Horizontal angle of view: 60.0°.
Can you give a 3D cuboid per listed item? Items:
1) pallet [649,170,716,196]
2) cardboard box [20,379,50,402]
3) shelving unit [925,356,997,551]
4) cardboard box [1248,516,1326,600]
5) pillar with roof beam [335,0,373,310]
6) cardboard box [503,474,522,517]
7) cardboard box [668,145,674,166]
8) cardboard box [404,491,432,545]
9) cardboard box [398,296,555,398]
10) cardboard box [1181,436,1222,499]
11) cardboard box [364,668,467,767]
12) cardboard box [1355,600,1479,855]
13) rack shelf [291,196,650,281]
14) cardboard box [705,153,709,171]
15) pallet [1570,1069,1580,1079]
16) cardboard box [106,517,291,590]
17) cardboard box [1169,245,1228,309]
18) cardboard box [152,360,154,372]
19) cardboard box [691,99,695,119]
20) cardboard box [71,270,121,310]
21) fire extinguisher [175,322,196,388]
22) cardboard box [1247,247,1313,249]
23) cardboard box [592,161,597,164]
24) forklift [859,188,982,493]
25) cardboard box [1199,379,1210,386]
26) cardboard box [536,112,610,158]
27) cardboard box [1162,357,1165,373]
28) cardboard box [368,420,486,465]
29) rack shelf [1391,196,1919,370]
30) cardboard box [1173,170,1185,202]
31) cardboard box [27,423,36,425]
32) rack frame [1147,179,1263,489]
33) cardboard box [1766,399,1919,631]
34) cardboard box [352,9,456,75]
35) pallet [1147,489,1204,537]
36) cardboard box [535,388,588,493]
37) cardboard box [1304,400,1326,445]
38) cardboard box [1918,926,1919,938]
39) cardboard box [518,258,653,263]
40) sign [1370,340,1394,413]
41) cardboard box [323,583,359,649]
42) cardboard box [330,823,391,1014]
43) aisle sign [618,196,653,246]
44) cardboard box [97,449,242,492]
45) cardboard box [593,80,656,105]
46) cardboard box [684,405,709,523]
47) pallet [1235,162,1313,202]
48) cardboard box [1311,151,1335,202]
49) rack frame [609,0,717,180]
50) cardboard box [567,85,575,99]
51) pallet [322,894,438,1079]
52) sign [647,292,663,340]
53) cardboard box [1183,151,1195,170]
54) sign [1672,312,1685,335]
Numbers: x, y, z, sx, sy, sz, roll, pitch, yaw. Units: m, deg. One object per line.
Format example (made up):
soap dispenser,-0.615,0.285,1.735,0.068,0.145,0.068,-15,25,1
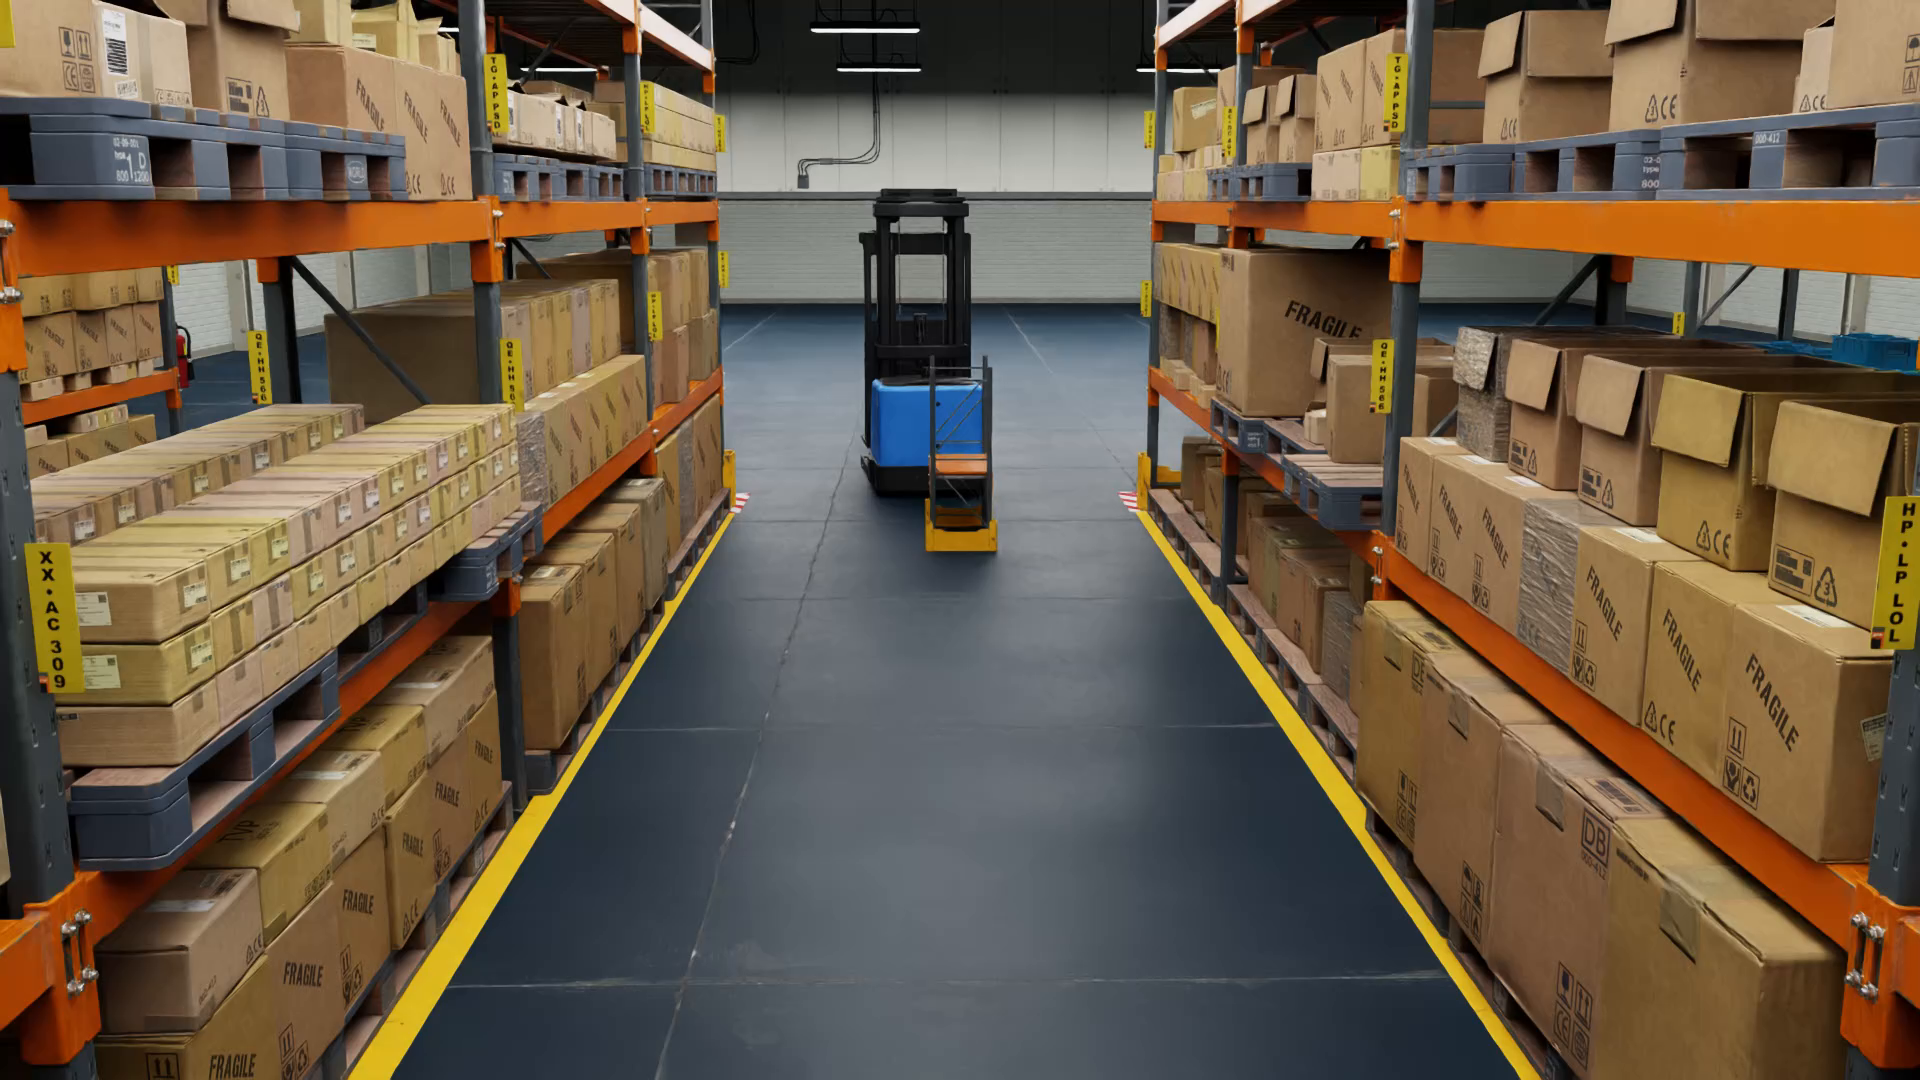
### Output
pallet,-2.682,-3.070,14.327,1.003,0.211,1.213,0,11,-1
cardboard box,-7.275,-1.151,12.818,0.380,0.149,0.250,0,11,-1
shelving unit,-0.002,-0.750,13.985,0.587,1.500,1.083,0,11,-1
cardboard box,2.327,0.135,11.028,0.700,0.500,0.500,-1,12,-6
pillar with roof beam,-9.696,-9.316,37.345,9.100,9.000,0.548,0,11,-1
cardboard box,-2.073,-0.187,7.013,0.380,0.149,0.250,0,11,0
cardboard box,-2.309,-2.822,12.206,0.380,0.149,0.250,0,11,-2
cardboard box,-2.048,-0.076,5.719,0.380,0.149,0.250,0,11,0
cardboard box,-2.567,-1.032,8.833,0.700,0.500,0.500,0,11,-2
cardboard box,2.249,-0.648,14.939,0.500,0.500,0.500,2,12,9
cardboard box,-2.245,0.686,6.477,0.500,0.250,0.500,0,11,0
cardboard box,2.412,0.772,6.998,1.225,0.875,0.875,-1,11,-4
rack shelf,-2.584,-1.716,9.237,1.077,0.370,4.000,0,11,-1
cardboard box,-2.352,-3.227,14.200,0.380,0.149,0.250,0,11,0
pallet,2.410,1.808,4.618,1.003,0.211,1.213,0,11,-1
cardboard box,-2.023,0.034,4.429,0.380,0.149,0.250,0,11,-1
cardboard box,2.007,-2.167,13.681,0.500,0.500,0.500,0,11,-1
cardboard box,-7.433,-1.554,14.806,0.380,0.149,0.250,0,11,1
cardboard box,-2.336,-3.465,13.370,0.380,0.149,0.250,0,11,-2
cardboard box,-7.310,-2.133,13.515,0.700,0.500,0.500,0,11,-2
fire extinguisher,-7.196,-1.737,15.273,0.296,0.674,0.183,0,11,-1
cardboard box,2.538,-2.070,13.202,0.500,0.500,0.500,0,11,-1
cardboard box,-2.980,-2.922,12.697,0.380,0.149,0.250,0,11,-2
forklift,-0.464,-2.146,17.263,1.130,2.935,3.031,-1,12,-7
cardboard box,2.061,-1.163,12.880,0.380,0.149,0.250,0,11,-1
cardboard box,-2.380,-2.403,9.883,0.500,0.250,0.500,0,11,-2
cardboard box,2.007,-1.561,14.840,0.380,0.149,0.250,0,11,-1
cardboard box,-2.066,-0.377,6.455,0.380,0.149,0.250,0,11,1
rack shelf,2.460,-0.921,5.319,1.077,0.370,4.000,0,11,-1
cardboard box,2.028,-2.890,13.593,0.500,0.250,0.500,0,11,-1
cardboard box,-7.898,-0.706,13.969,0.500,0.500,0.500,-1,11,-3
rack frame,2.253,-1.791,15.344,1.000,3.000,0.127,0,11,-1
cardboard box,2.480,-0.073,4.102,0.797,0.503,0.637,-1,11,-3
cardboard box,-2.275,-2.016,6.729,0.396,0.266,0.258,0,11,-1
pallet,2.236,-0.248,14.750,1.003,0.211,1.213,0,11,-1
cardboard box,-2.305,-0.541,8.932,0.500,0.500,0.500,0,11,-1
cardboard box,2.114,-0.671,9.106,0.396,0.266,0.258,-1,11,-3
cardboard box,2.175,0.777,3.315,0.380,0.149,0.250,0,11,-1
cardboard box,-2.726,-1.781,12.200,0.875,0.550,0.550,0,11,-1
sign,1.876,-0.726,7.378,0.100,0.325,0.005,0,11,-1
cardboard box,-2.031,0.226,4.975,0.380,0.149,0.250,-1,11,-4
cardboard box,-2.247,1.256,5.552,0.500,0.500,0.500,0,11,0
aisle sign,-3.009,-3.078,15.148,0.394,0.787,0.004,0,11,-1
cardboard box,-2.698,-0.221,5.684,0.380,0.149,0.250,0,11,1
cardboard box,-2.293,-3.062,11.383,0.380,0.149,0.250,0,11,-1
cardboard box,-2.608,-0.646,13.987,0.875,0.875,0.875,0,11,-2
pallet,2.266,-2.045,9.522,1.213,0.211,1.003,0,11,-1
cardboard box,2.132,-1.889,8.661,0.500,0.250,0.500,0,11,0
rack frame,-2.708,-4.731,14.746,1.000,3.000,0.127,0,11,-1
cardboard box,-2.961,-3.160,11.865,0.380,0.149,0.250,0,11,-1
pallet,-2.506,1.563,5.823,1.003,0.211,1.213,0,11,-1
sign,-2.083,-1.529,11.337,0.100,0.325,0.005,0,11,-1
cardboard box,2.020,-3.069,13.472,0.380,0.149,0.250,-1,11,-4
sign,6.655,-1.946,15.410,0.100,0.325,0.005,0,11,-1
